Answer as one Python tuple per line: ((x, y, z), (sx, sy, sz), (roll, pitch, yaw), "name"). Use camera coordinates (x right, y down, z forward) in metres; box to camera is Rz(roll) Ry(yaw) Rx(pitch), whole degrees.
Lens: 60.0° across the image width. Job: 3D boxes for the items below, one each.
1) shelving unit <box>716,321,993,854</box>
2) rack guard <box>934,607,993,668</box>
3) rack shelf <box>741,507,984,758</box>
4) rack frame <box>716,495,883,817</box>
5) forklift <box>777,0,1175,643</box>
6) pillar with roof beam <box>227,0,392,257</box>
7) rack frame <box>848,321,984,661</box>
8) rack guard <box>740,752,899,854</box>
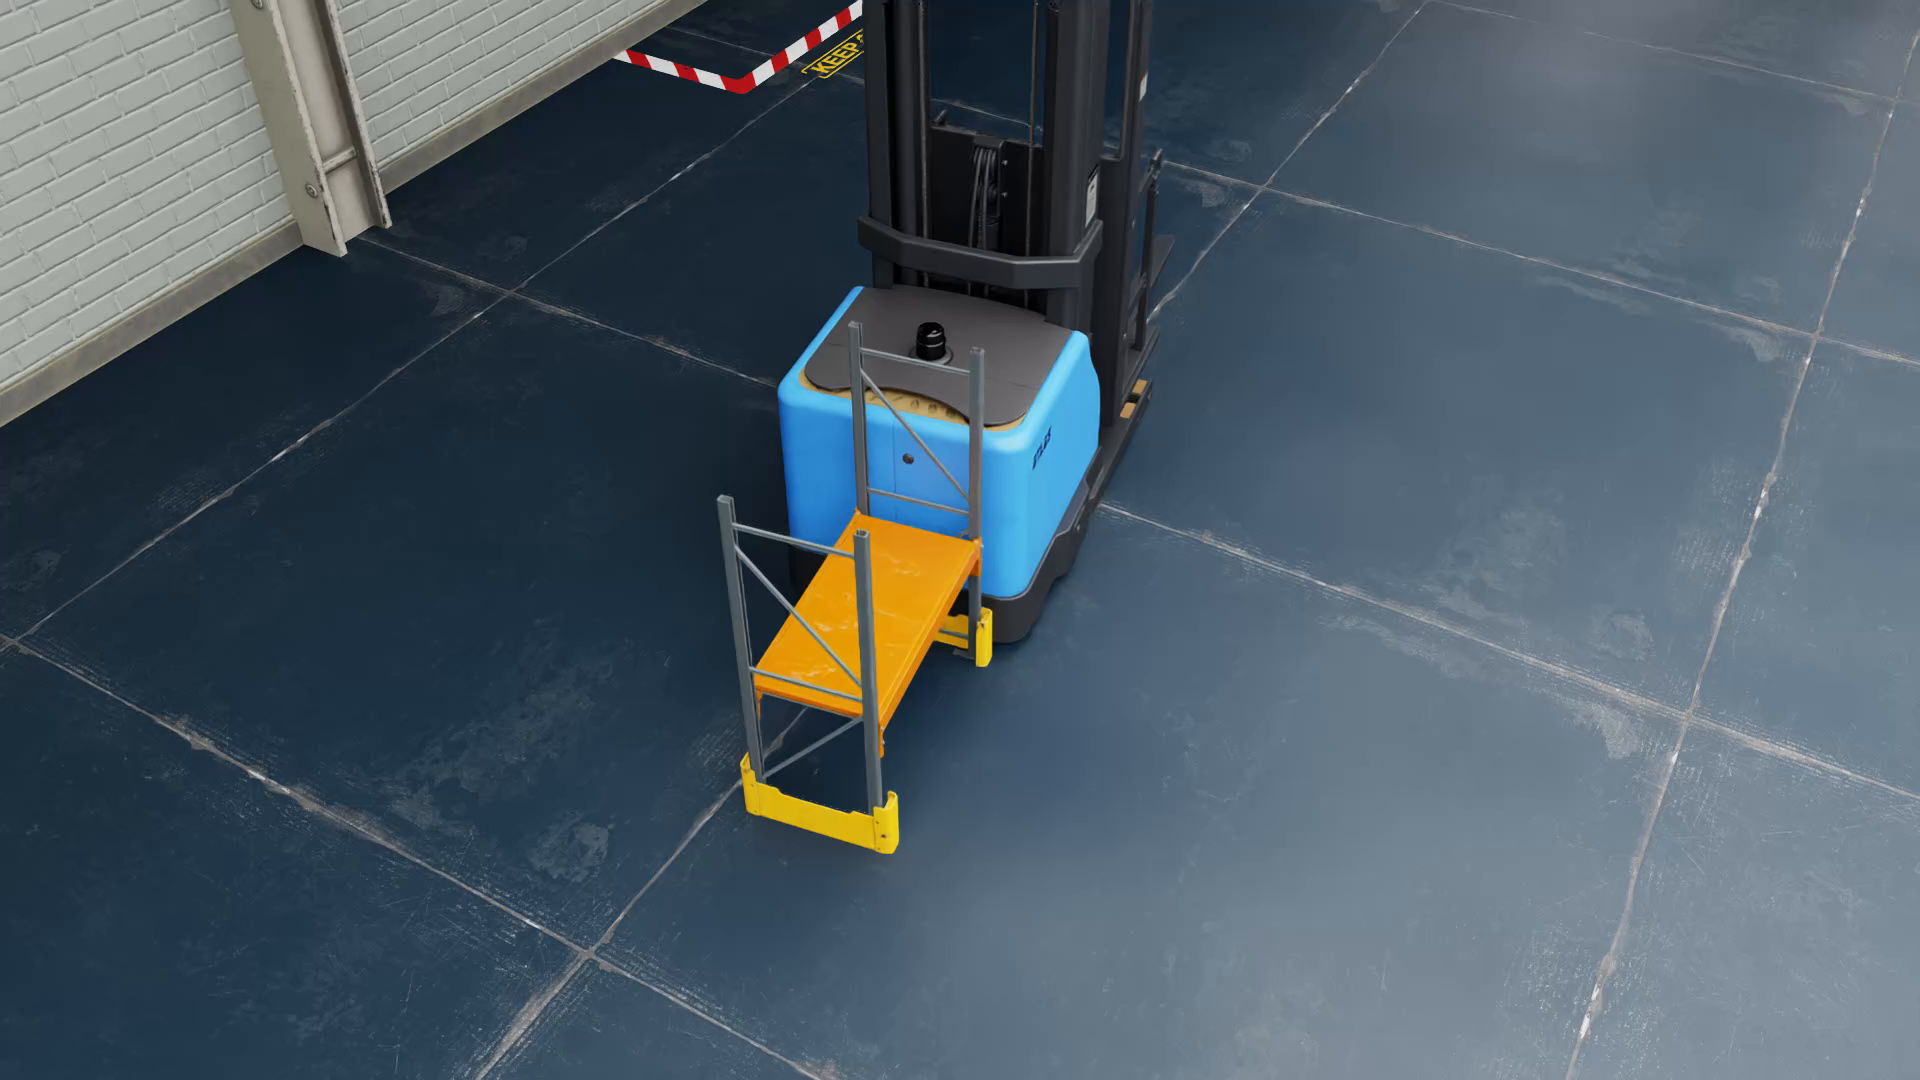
((-0.330, 0.168, 5.924), (0.587, 1.500, 1.083), (14, 43, 15), "shelving unit")
((-0.156, 0.329, 6.687), (0.587, 0.250, 0.087), (14, 43, 15), "rack guard")
((-0.333, 0.309, 6.037), (0.538, 0.185, 1.000), (14, 43, 15), "rack shelf")
((-0.511, 0.489, 5.560), (0.500, 1.500, 0.032), (14, 43, 15), "rack frame")
((0.279, -1.670, 6.928), (1.130, 2.935, 3.031), (14, 43, 15), "forklift")
((0.345, -3.646, 4.582), (9.100, 9.000, 0.400), (21, 45, 22), "pillar with roof beam")
((-0.156, -0.141, 6.275), (0.500, 1.500, 0.032), (14, 43, 15), "rack frame")
((-0.504, 0.946, 5.987), (0.587, 0.250, 0.087), (14, 43, 15), "rack guard")
